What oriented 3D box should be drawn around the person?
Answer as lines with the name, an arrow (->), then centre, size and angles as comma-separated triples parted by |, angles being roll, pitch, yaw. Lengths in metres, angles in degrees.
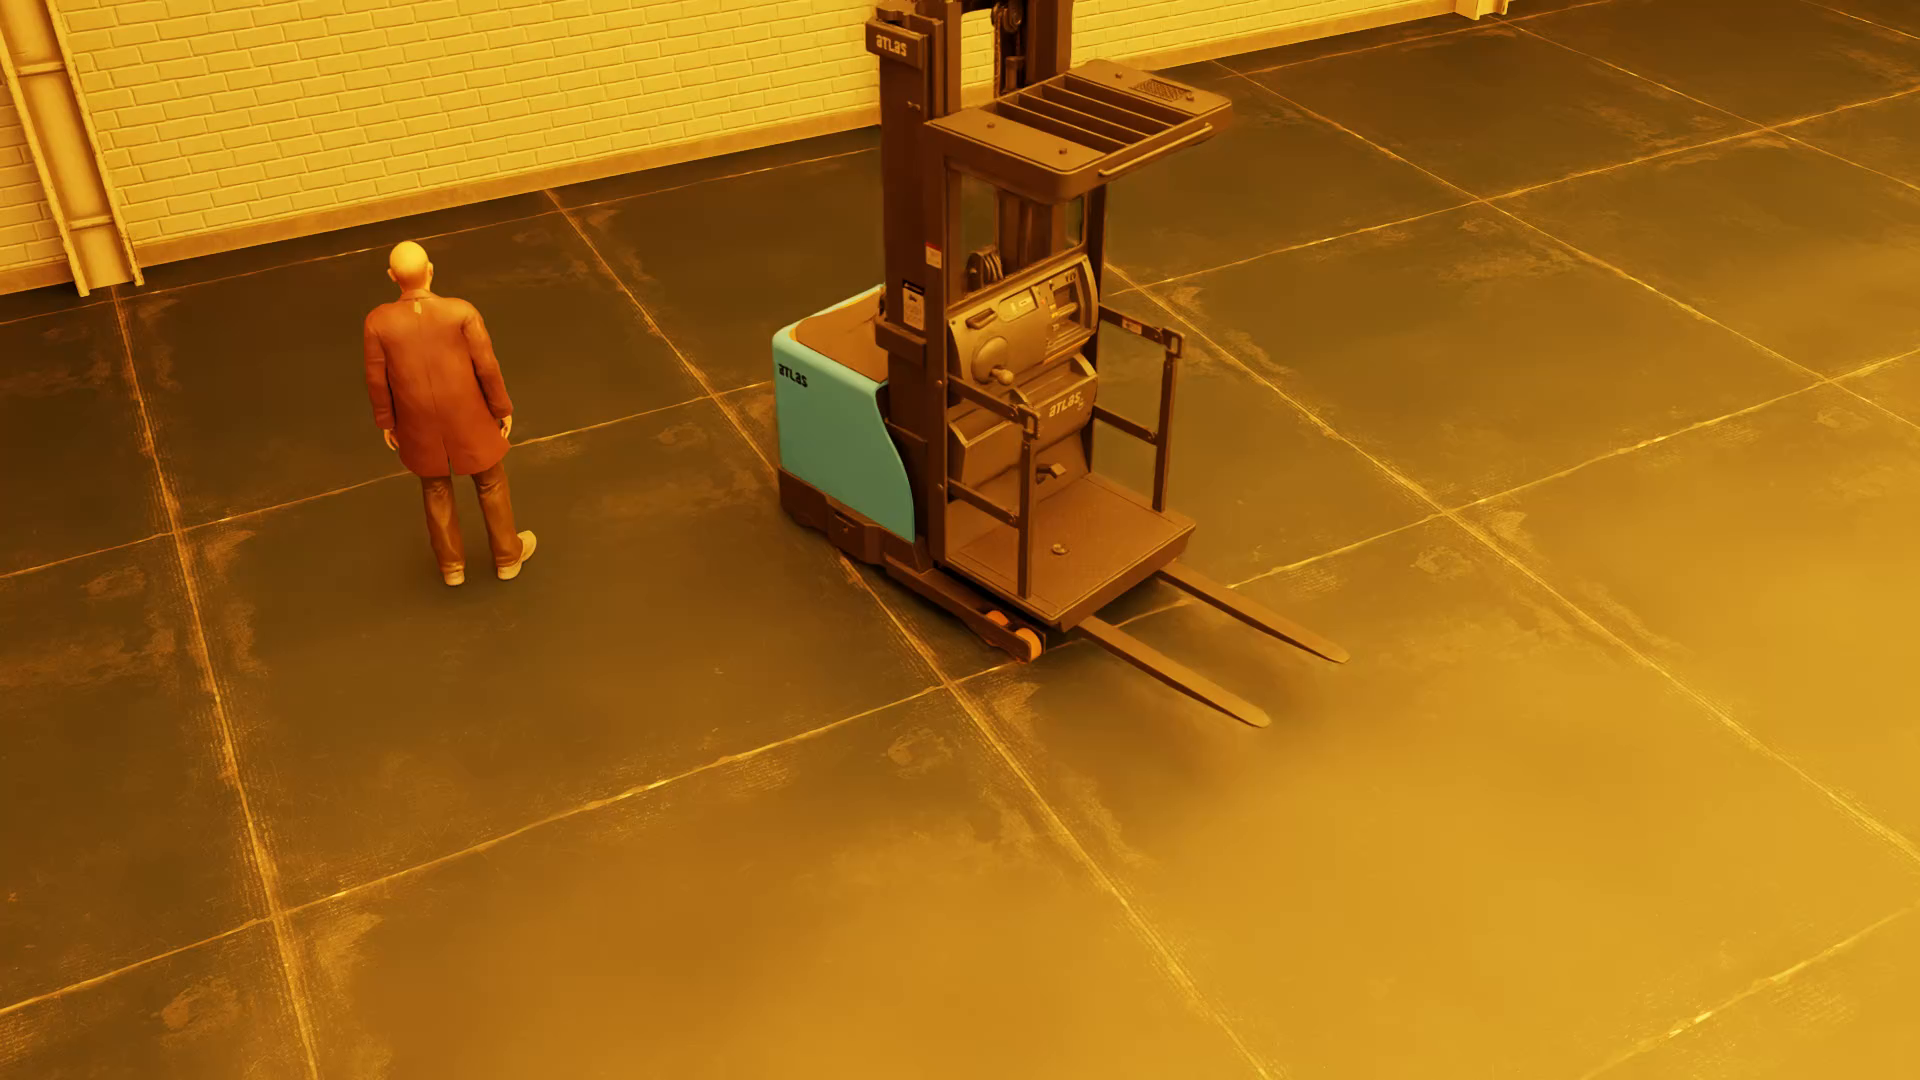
person -> -2.472, -0.584, 7.952 | 0.649, 1.772, 0.430 | -6, 36, -8

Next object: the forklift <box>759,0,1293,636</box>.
forklift -> 0.493, -1.434, 8.152 | 3.031, 2.935, 1.130 | -25, 42, -30
